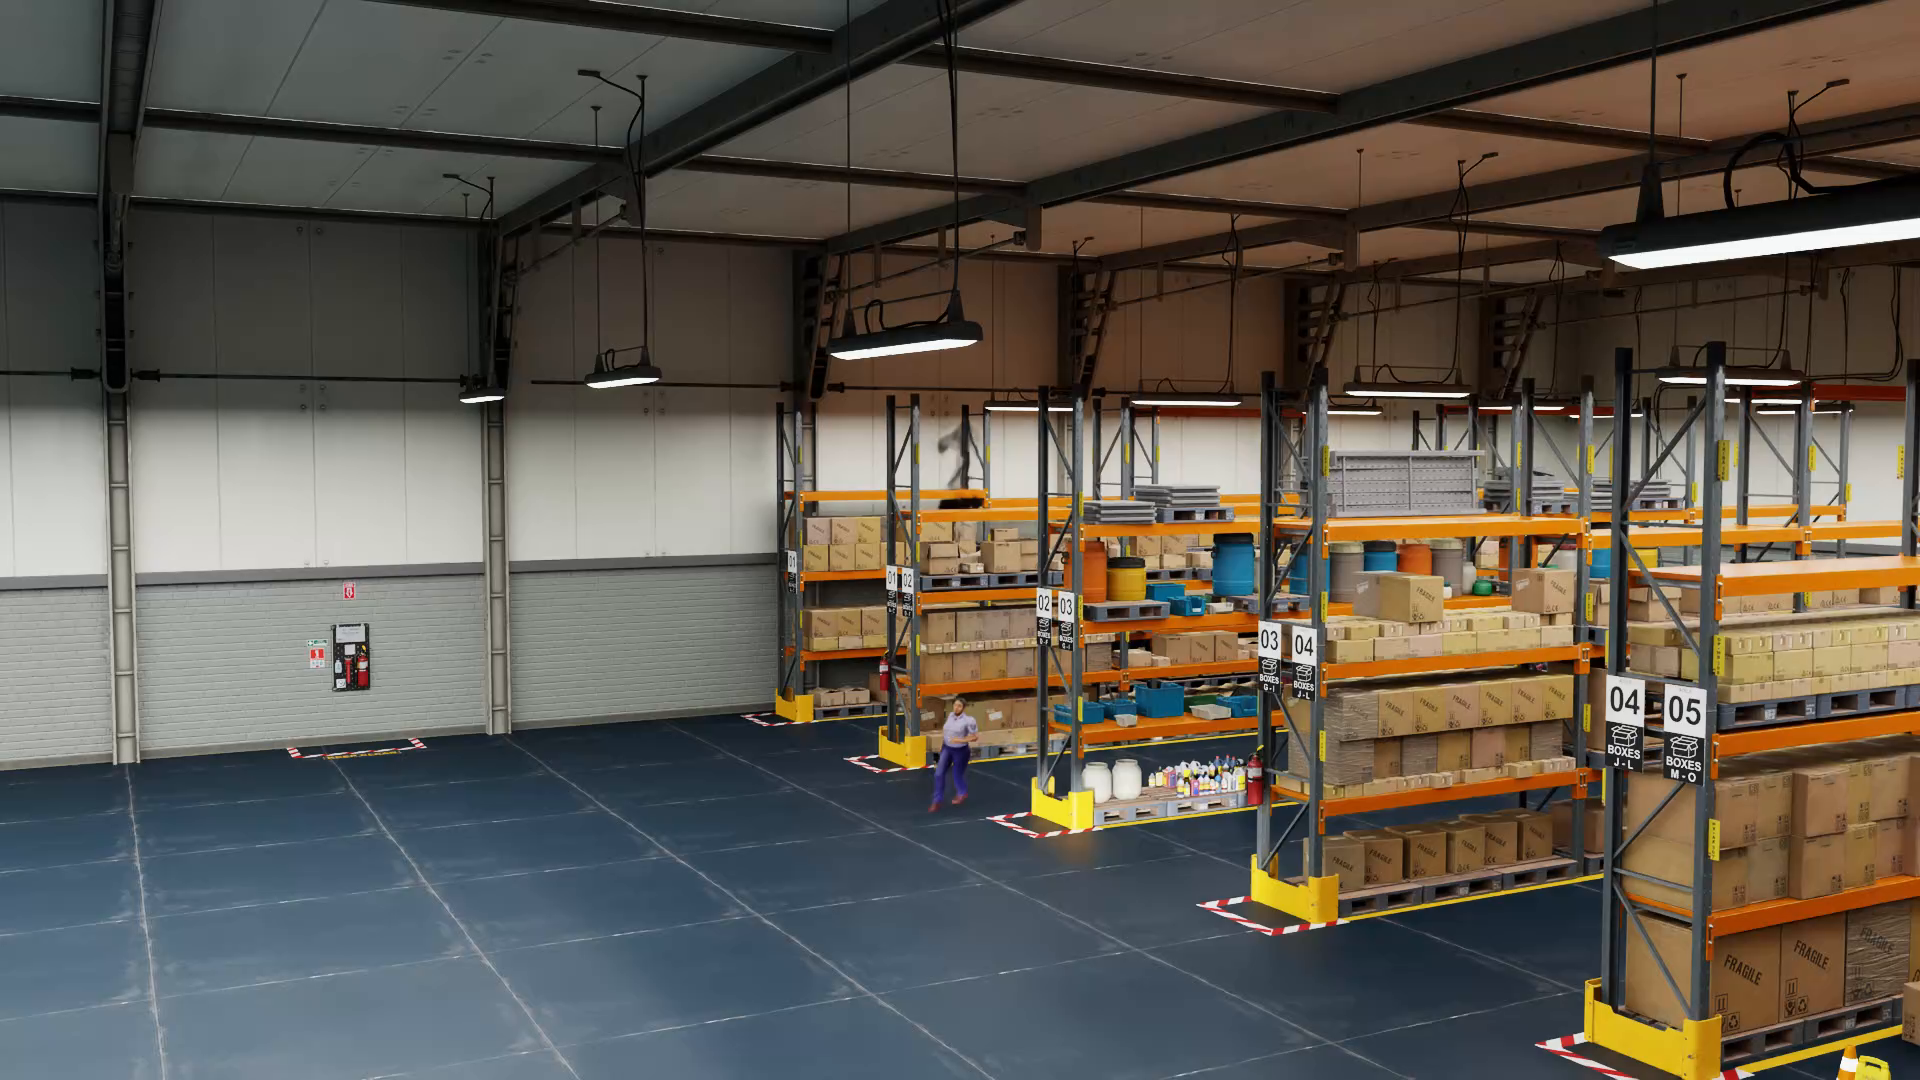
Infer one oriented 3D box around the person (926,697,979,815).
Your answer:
[{"bbox_3d":[-0.022,3.031,23.530,0.653,1.636,0.831,2,4,29],"label":"person"}]
